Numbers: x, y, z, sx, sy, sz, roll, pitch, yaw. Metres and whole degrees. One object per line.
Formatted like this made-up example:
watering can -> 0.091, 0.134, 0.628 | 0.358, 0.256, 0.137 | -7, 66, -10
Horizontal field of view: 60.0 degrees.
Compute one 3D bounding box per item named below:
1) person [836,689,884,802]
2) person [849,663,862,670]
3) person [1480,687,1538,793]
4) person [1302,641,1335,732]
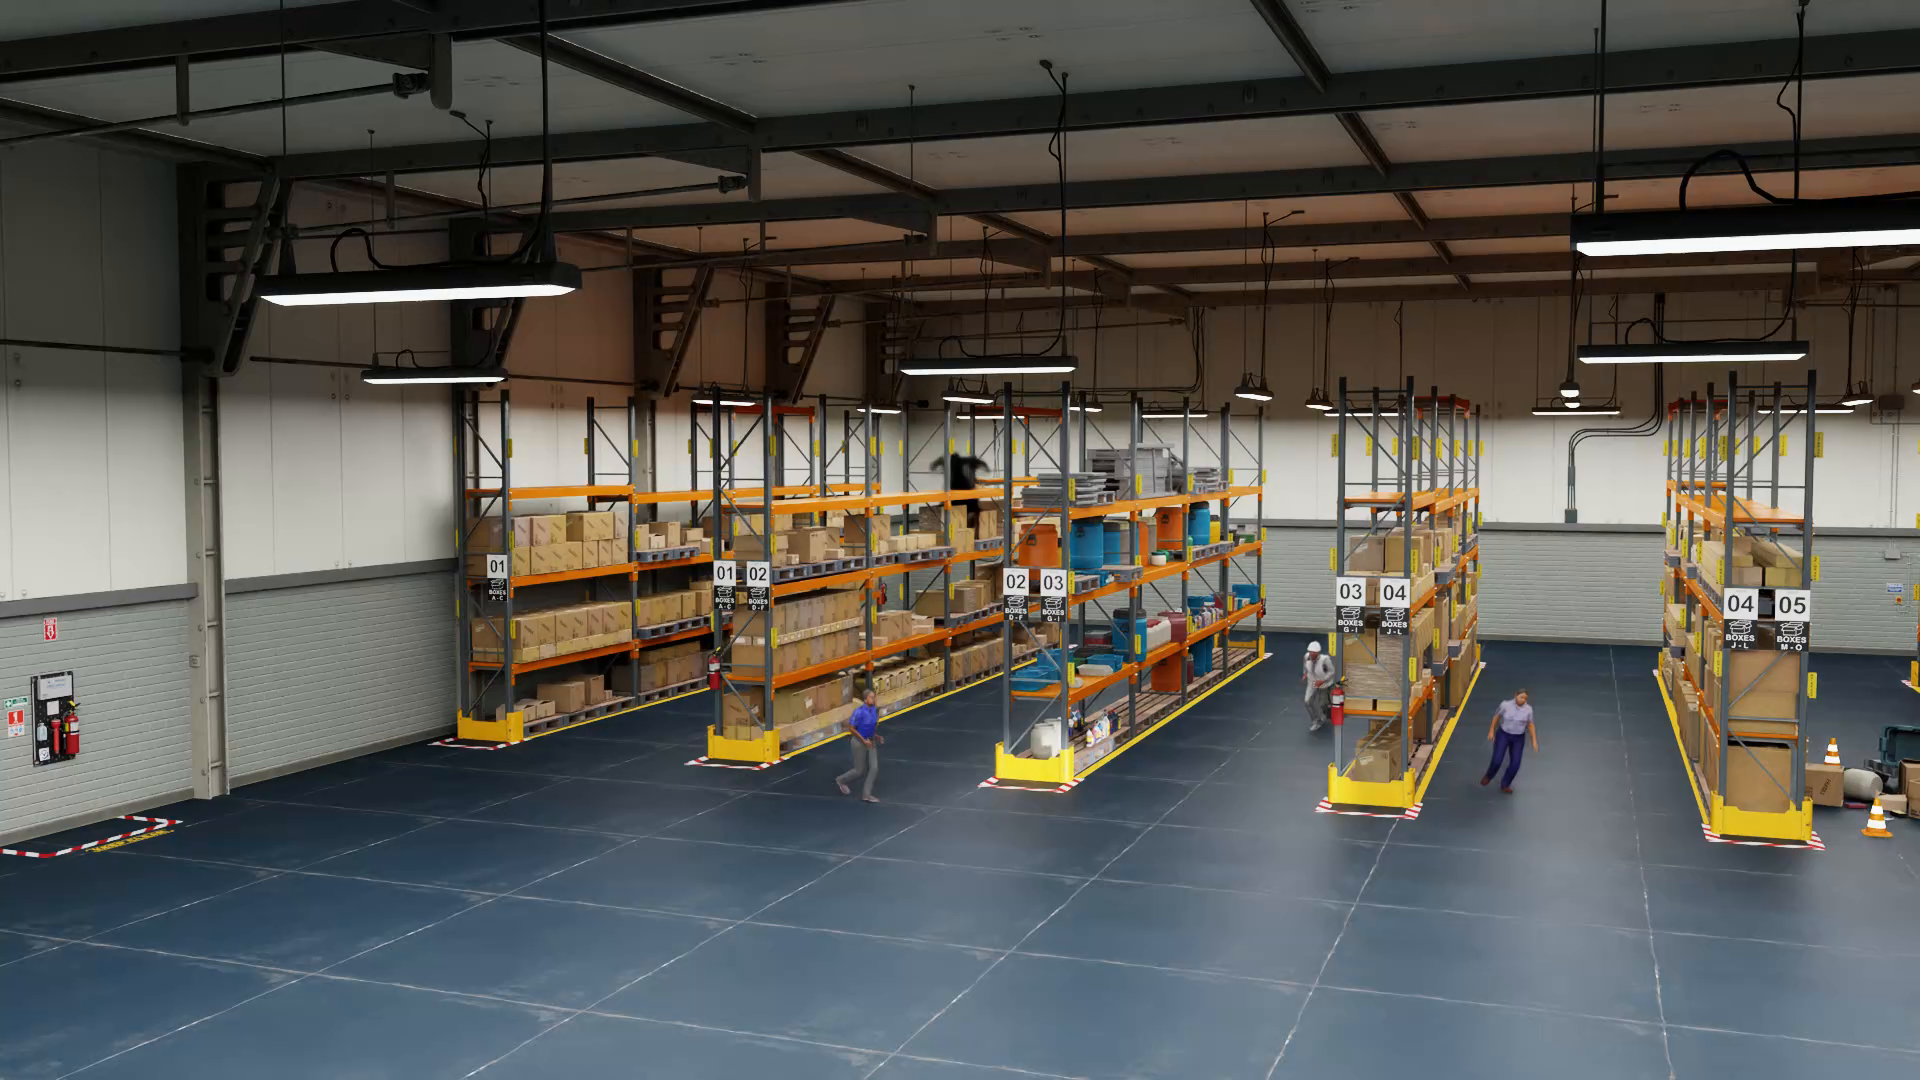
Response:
person -> -1.440, 2.907, 23.651 | 0.713, 1.608, 0.579 | 2, 4, 38
person -> -2.296, 2.235, 35.557 | 0.751, 1.682, 1.043 | 0, 3, 7
person -> 7.960, 2.886, 24.099 | 0.735, 1.568, 0.592 | 0, 3, 6
person -> 6.438, 2.572, 29.635 | 0.648, 1.613, 1.113 | 2, 4, 31
